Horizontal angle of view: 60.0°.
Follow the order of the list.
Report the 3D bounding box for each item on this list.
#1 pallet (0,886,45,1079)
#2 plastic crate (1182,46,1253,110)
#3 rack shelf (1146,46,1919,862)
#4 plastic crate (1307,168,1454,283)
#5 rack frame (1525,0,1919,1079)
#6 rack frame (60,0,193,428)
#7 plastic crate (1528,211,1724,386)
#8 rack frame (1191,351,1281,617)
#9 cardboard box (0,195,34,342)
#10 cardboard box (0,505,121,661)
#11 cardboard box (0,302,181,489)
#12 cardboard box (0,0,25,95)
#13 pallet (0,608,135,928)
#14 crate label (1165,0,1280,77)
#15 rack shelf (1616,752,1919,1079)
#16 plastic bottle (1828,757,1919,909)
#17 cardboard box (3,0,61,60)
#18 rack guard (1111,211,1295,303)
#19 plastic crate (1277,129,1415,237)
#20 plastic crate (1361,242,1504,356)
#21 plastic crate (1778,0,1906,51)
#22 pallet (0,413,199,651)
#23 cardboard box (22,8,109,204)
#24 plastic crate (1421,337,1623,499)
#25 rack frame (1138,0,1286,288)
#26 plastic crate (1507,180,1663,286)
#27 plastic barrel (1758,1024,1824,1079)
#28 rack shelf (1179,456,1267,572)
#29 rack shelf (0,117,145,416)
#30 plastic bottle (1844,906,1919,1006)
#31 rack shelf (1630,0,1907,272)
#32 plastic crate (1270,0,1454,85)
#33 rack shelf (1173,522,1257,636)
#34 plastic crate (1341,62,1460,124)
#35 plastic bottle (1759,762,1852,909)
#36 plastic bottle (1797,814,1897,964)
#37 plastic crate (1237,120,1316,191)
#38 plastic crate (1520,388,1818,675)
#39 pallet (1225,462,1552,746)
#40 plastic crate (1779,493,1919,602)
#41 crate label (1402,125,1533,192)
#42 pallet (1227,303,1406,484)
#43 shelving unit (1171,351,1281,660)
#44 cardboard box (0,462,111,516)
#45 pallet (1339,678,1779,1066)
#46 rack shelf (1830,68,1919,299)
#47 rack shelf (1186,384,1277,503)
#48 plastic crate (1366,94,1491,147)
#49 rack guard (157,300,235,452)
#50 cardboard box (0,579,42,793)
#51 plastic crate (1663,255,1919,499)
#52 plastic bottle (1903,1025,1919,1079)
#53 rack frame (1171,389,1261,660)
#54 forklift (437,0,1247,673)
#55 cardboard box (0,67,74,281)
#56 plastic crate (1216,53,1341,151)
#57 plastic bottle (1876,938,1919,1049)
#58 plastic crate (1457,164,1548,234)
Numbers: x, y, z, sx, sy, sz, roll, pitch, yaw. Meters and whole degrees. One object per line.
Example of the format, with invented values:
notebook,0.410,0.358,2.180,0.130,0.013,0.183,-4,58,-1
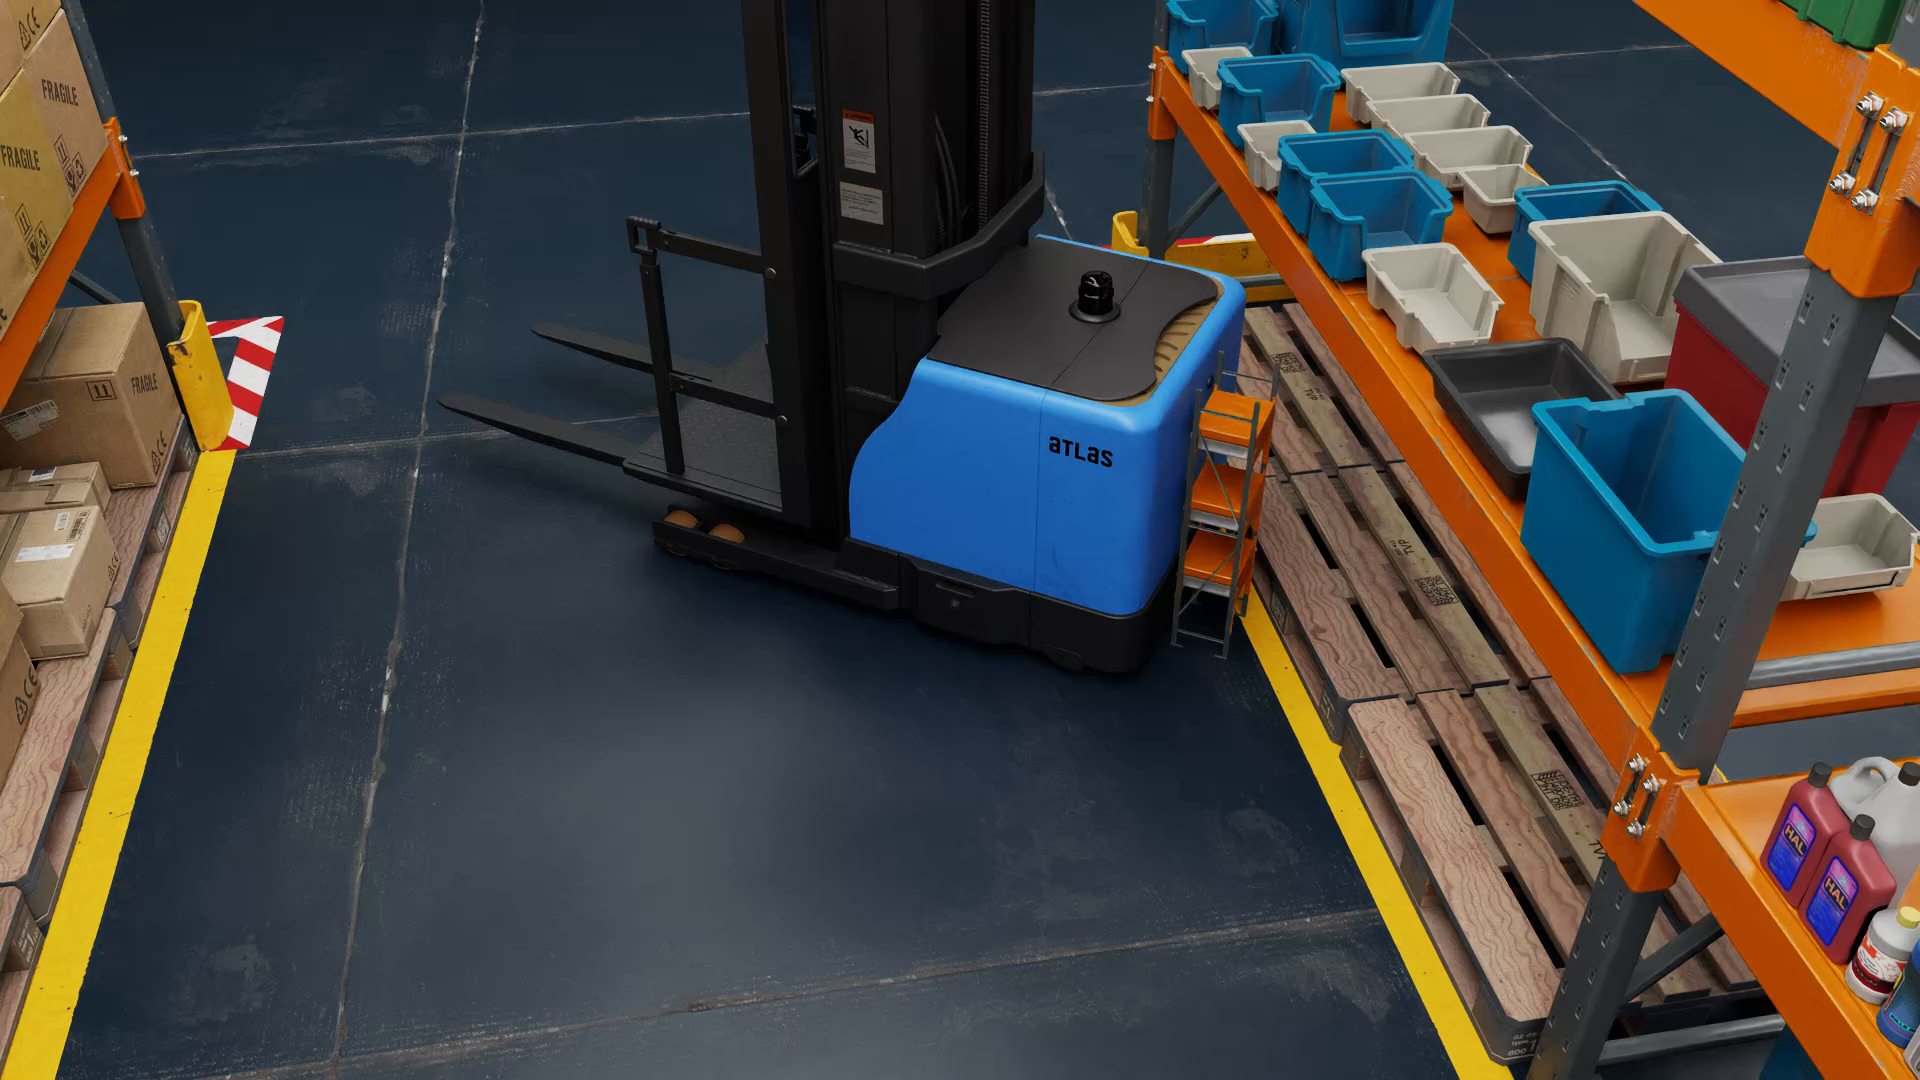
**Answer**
pallet,-3.016,1.465,4.192,1.003,0.211,1.213,-6,38,-8
plastic crate,0.973,-1.700,6.159,0.250,0.136,0.298,-6,38,-8
rack shelf,1.630,-0.675,5.261,1.077,0.370,4.000,-6,38,-8
plastic crate,1.282,-0.964,5.133,0.416,0.233,0.300,-6,38,-8
rack frame,1.980,0.249,3.485,1.000,3.000,0.127,-6,38,-8
rack frame,-3.598,-1.637,5.912,1.000,3.000,0.127,-6,38,-8
plastic crate,1.894,-0.670,4.716,0.437,0.282,0.530,-6,38,-8
rack frame,0.921,-0.165,5.607,0.200,1.050,0.008,15,40,18
cardboard box,-3.075,-0.820,4.779,0.500,0.500,0.500,-6,38,-8
cardboard box,-3.123,0.154,5.489,0.500,0.250,0.500,-6,38,-8
cardboard box,-3.260,-0.522,6.155,0.500,0.500,0.500,-6,38,-8
cardboard box,-3.160,-1.527,4.874,0.500,0.500,0.500,-5,38,-7
pallet,-3.234,0.727,5.142,1.003,0.211,1.213,-6,38,-8
crate label,0.998,-1.940,6.390,0.416,0.233,0.303,-6,38,-8
rack shelf,2.331,1.741,2.151,1.077,0.370,4.000,-6,38,-8
plastic bottle,1.730,0.540,3.150,0.144,0.351,0.185,-6,38,-8
cardboard box,-3.249,-1.832,5.267,0.500,0.500,0.500,-7,38,-8
rack guard,1.262,-1.193,7.379,1.175,0.500,0.348,-6,38,-8
plastic crate,1.229,-1.145,5.367,0.416,0.233,0.300,-6,38,-8
plastic crate,1.379,-0.690,4.860,0.293,0.136,0.466,-6,38,-8
plastic crate,1.609,-1.076,2.917,0.450,0.188,0.662,-6,38,-8
pallet,-3.444,-0.008,6.089,1.003,0.211,1.213,-6,38,-8
cardboard box,-3.252,-1.435,5.571,0.500,0.500,0.500,-5,38,-7
plastic crate,1.520,-0.314,4.384,0.437,0.125,0.590,-6,38,-8
rack frame,1.279,-2.167,6.595,1.000,3.000,0.127,-6,38,-8
plastic crate,1.892,-0.912,5.067,0.416,0.233,0.300,-6,38,-8
plastic barrel,2.059,1.242,3.575,0.600,0.901,0.708,-6,38,-8
rack shelf,0.873,-0.088,5.525,0.215,0.259,0.240,15,40,18
rack shelf,-3.247,-0.145,4.578,1.077,0.370,4.000,-6,38,-8
plastic bottle,1.686,0.743,3.011,0.097,0.201,0.097,0,38,0
rack shelf,1.630,-1.860,4.340,1.077,0.370,4.000,-6,38,-8
plastic crate,1.522,-2.023,6.331,0.616,0.435,0.499,-6,38,-8
rack shelf,0.873,0.131,5.695,0.215,0.259,0.240,15,40,18
plastic crate,1.600,-1.614,6.048,0.396,0.136,0.243,-6,38,-8
plastic bottle,1.625,0.562,3.177,0.061,0.283,0.133,-6,38,-8
plastic bottle,1.648,0.643,3.073,0.061,0.283,0.133,-6,38,-8
plastic crate,1.092,-1.290,5.632,0.250,0.136,0.298,-6,38,-8
plastic crate,1.563,-0.014,3.787,0.392,0.384,0.575,-6,38,-8
pallet,1.596,0.171,5.857,1.003,0.211,1.213,-6,38,-8
plastic crate,2.040,0.033,3.929,0.396,0.136,0.243,-6,38,-8
crate label,1.710,-1.272,5.608,0.396,0.136,0.243,-6,38,-8
pallet,1.386,-0.564,6.804,1.003,0.211,1.213,-6,38,-8
shelving unit,0.873,-0.096,5.518,0.215,1.050,0.252,15,40,18
cardboard box,-3.278,-0.136,5.930,0.380,0.166,0.250,-6,38,-8
pallet,1.813,0.910,4.907,1.003,0.211,1.213,-6,38,-8
rack shelf,2.331,0.556,1.231,1.077,0.370,4.000,-6,38,-8
rack shelf,0.873,-0.312,5.351,0.215,0.259,0.240,15,40,18
plastic crate,1.637,-1.437,5.821,0.396,0.136,0.243,-6,38,-8
rack guard,-3.585,-0.604,6.620,1.175,0.500,0.348,-6,38,-8
cardboard box,-3.231,0.457,4.893,0.797,0.503,0.637,-6,38,-8
plastic crate,2.071,-0.367,4.176,0.402,0.464,0.583,-6,38,-8
plastic bottle,1.751,0.839,2.826,0.152,0.276,0.135,-6,38,-8
rack frame,0.825,-0.028,5.430,0.200,1.050,0.008,15,40,18
forklift,-0.570,-1.323,5.564,3.031,2.935,1.130,16,41,20
cardboard box,-3.157,-1.122,5.168,0.500,0.500,0.500,-6,38,-8
plastic crate,1.114,-1.543,5.878,0.416,0.233,0.300,-6,38,-8
plastic bottle,1.703,0.774,2.914,0.097,0.271,0.097,0,38,0
plastic crate,1.780,-1.095,5.380,0.298,0.136,0.250,-6,38,-8
